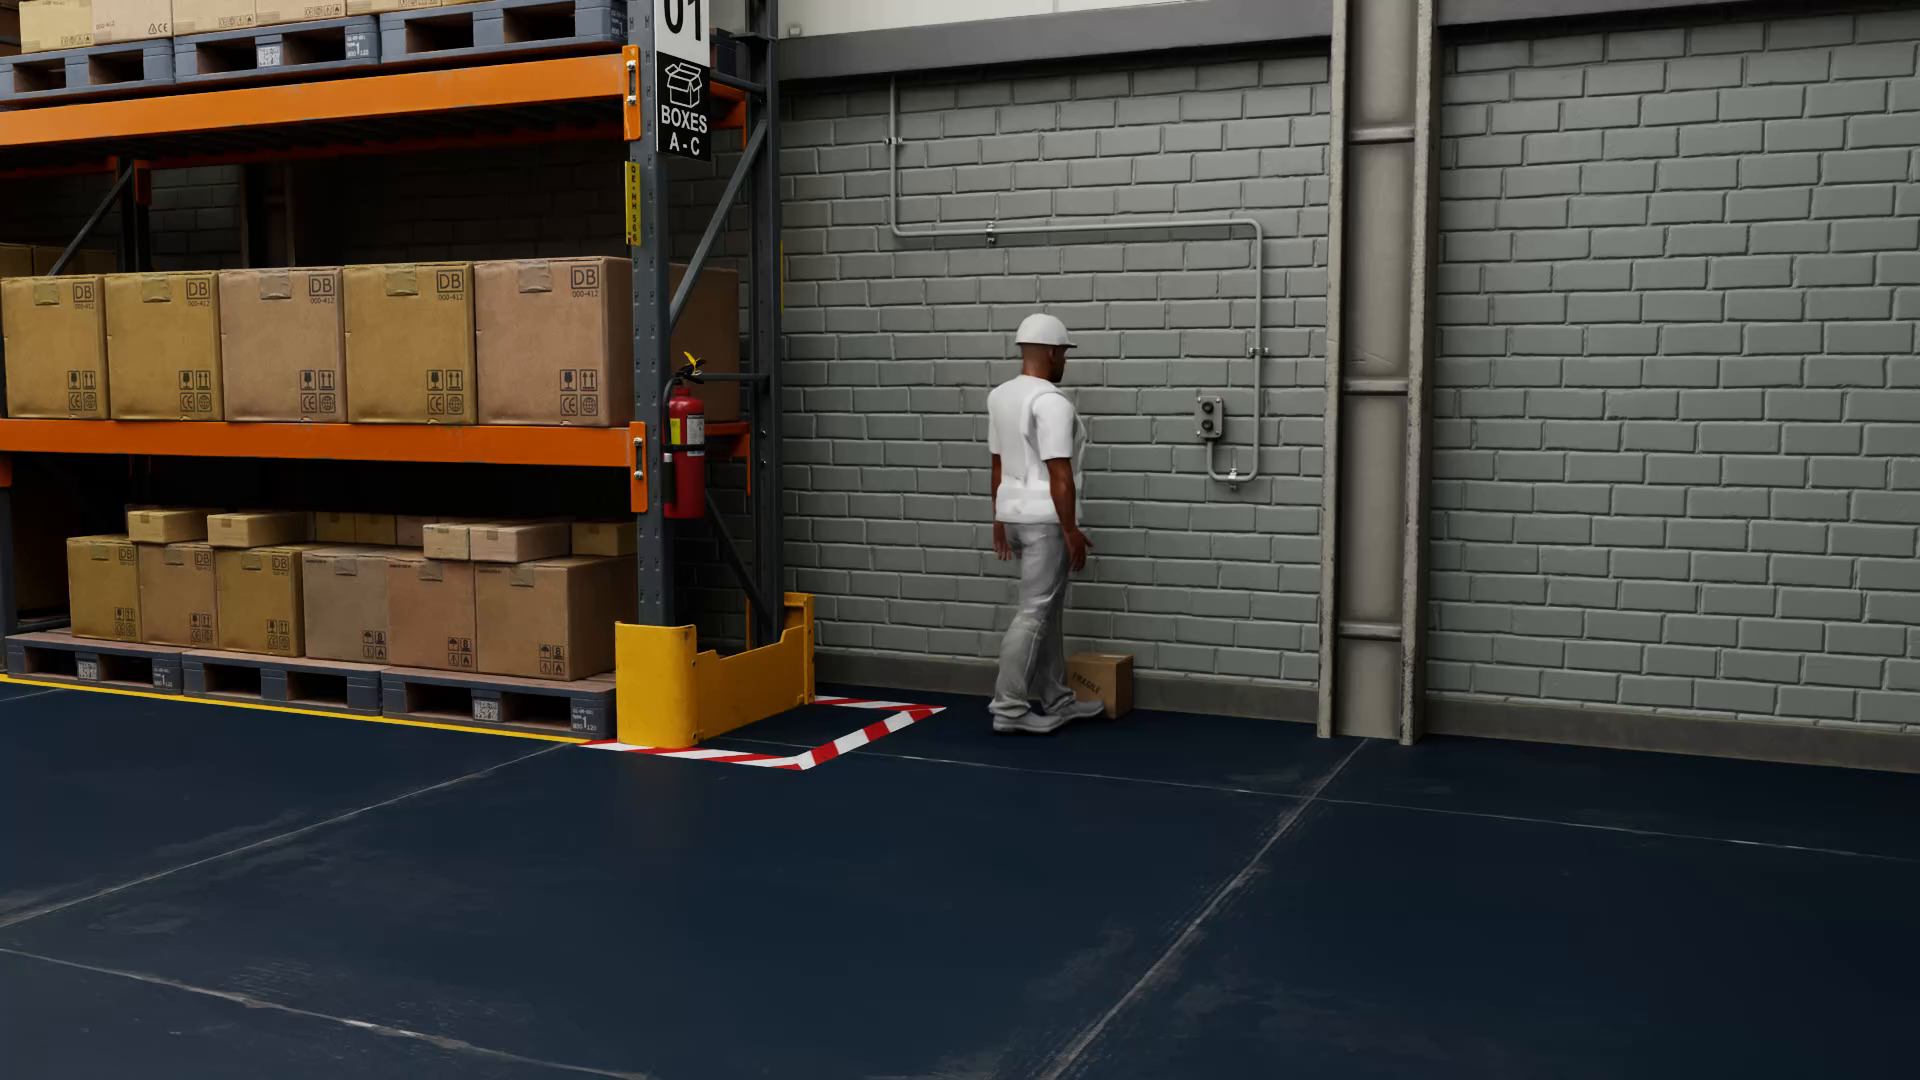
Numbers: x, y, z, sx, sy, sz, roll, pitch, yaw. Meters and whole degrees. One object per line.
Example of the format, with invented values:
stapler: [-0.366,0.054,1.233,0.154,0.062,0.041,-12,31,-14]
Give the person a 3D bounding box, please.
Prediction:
person: [0.386,-0.072,7.100,0.626,1.771,0.585,-3,6,-25]
